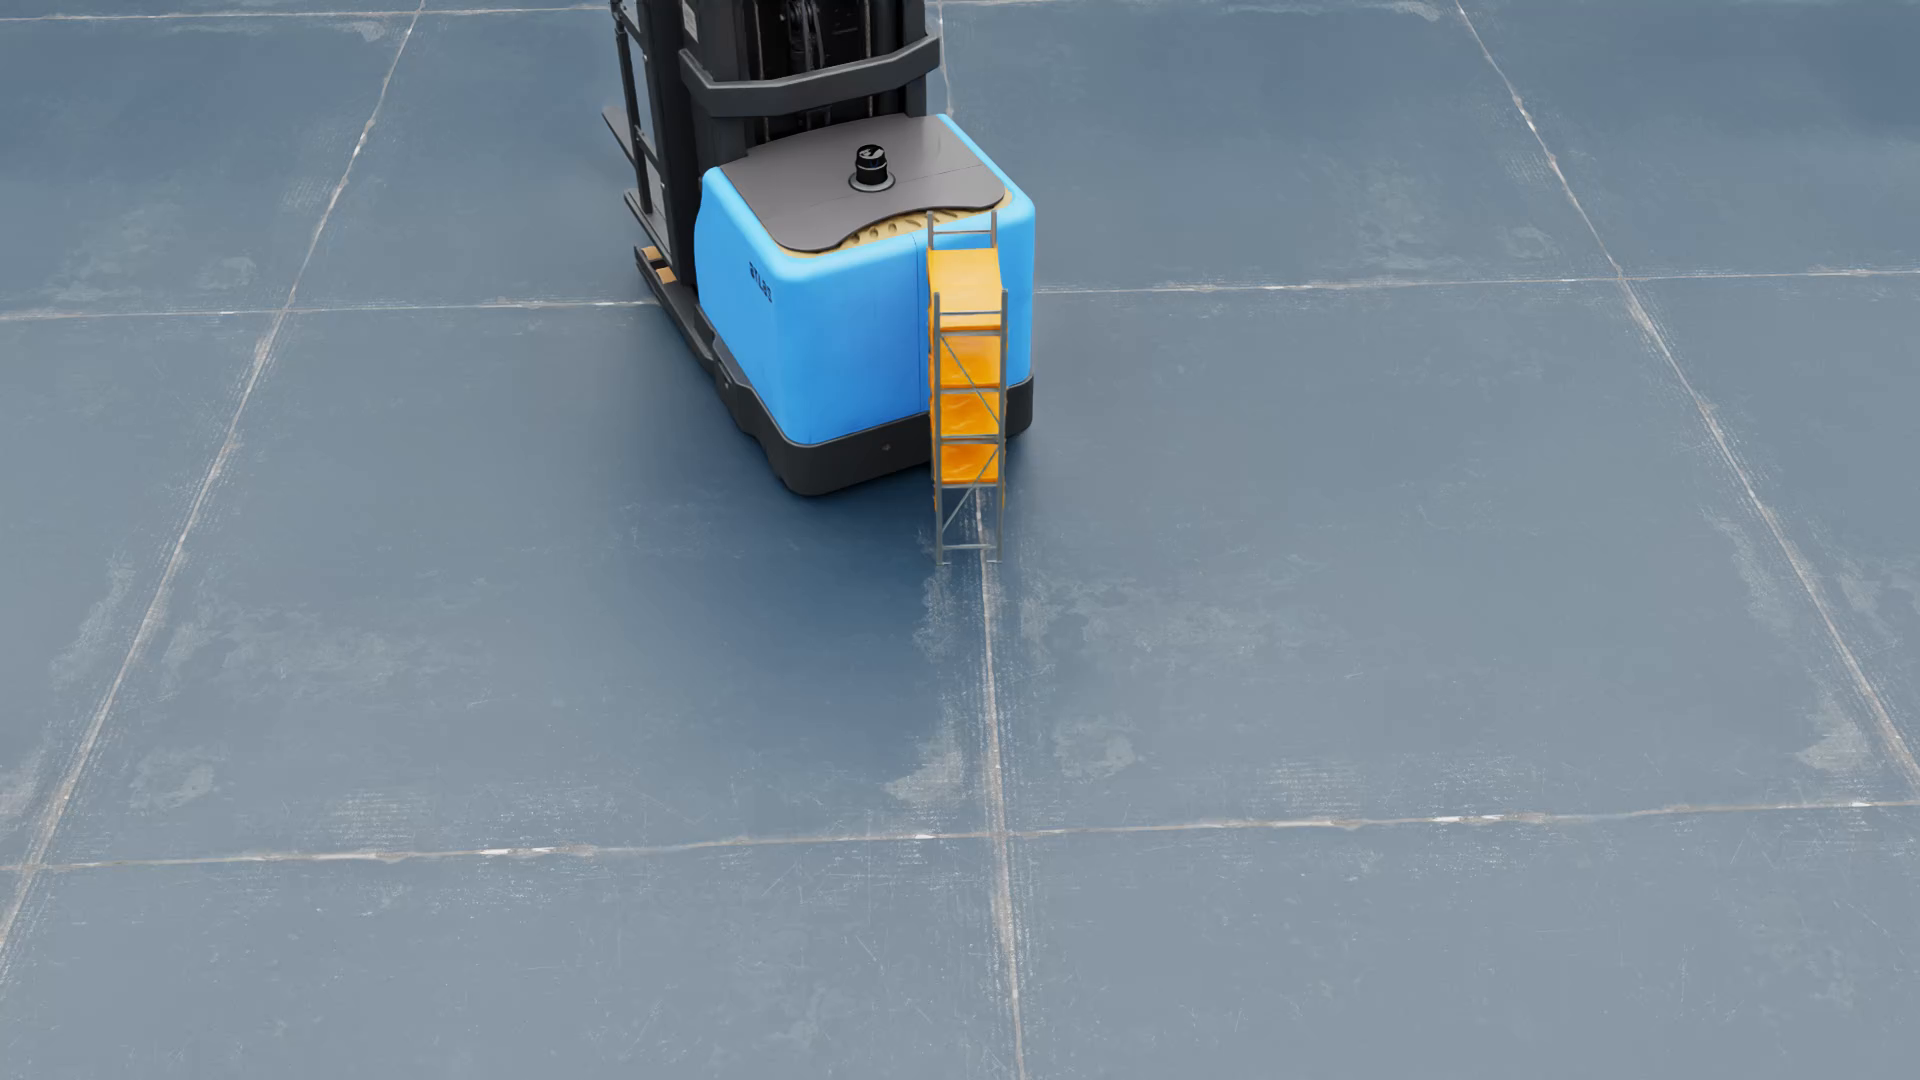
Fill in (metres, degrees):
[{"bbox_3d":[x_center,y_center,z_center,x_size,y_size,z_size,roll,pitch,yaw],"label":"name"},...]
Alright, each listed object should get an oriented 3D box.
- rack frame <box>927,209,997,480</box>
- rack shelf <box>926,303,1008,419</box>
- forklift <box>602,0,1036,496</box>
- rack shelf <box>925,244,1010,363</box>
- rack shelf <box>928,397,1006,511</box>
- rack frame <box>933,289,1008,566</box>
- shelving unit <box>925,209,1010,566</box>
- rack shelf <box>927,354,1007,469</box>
[{"bbox_3d":[0.008,-0.685,6.110,0.240,1.200,0.015,-2,43,-2],"label":"rack frame"},{"bbox_3d":[0.021,-0.636,5.824,0.258,0.148,0.480,-2,43,-2],"label":"rack shelf"},{"bbox_3d":[-0.811,-2.246,6.531,1.130,2.935,3.031,-18,46,-19],"label":"forklift"},{"bbox_3d":[0.021,-0.810,5.664,0.258,0.148,0.480,-2,43,-2],"label":"rack shelf"},{"bbox_3d":[0.021,-0.325,6.110,0.258,0.148,0.480,-2,43,-2],"label":"rack shelf"},{"bbox_3d":[0.035,-0.356,5.750,0.240,1.200,0.015,-2,43,-2],"label":"rack frame"},{"bbox_3d":[0.021,-0.521,5.930,0.258,1.200,0.503,-2,43,-2],"label":"shelving unit"},{"bbox_3d":[0.021,-0.471,5.975,0.258,0.148,0.480,-2,43,-2],"label":"rack shelf"}]
